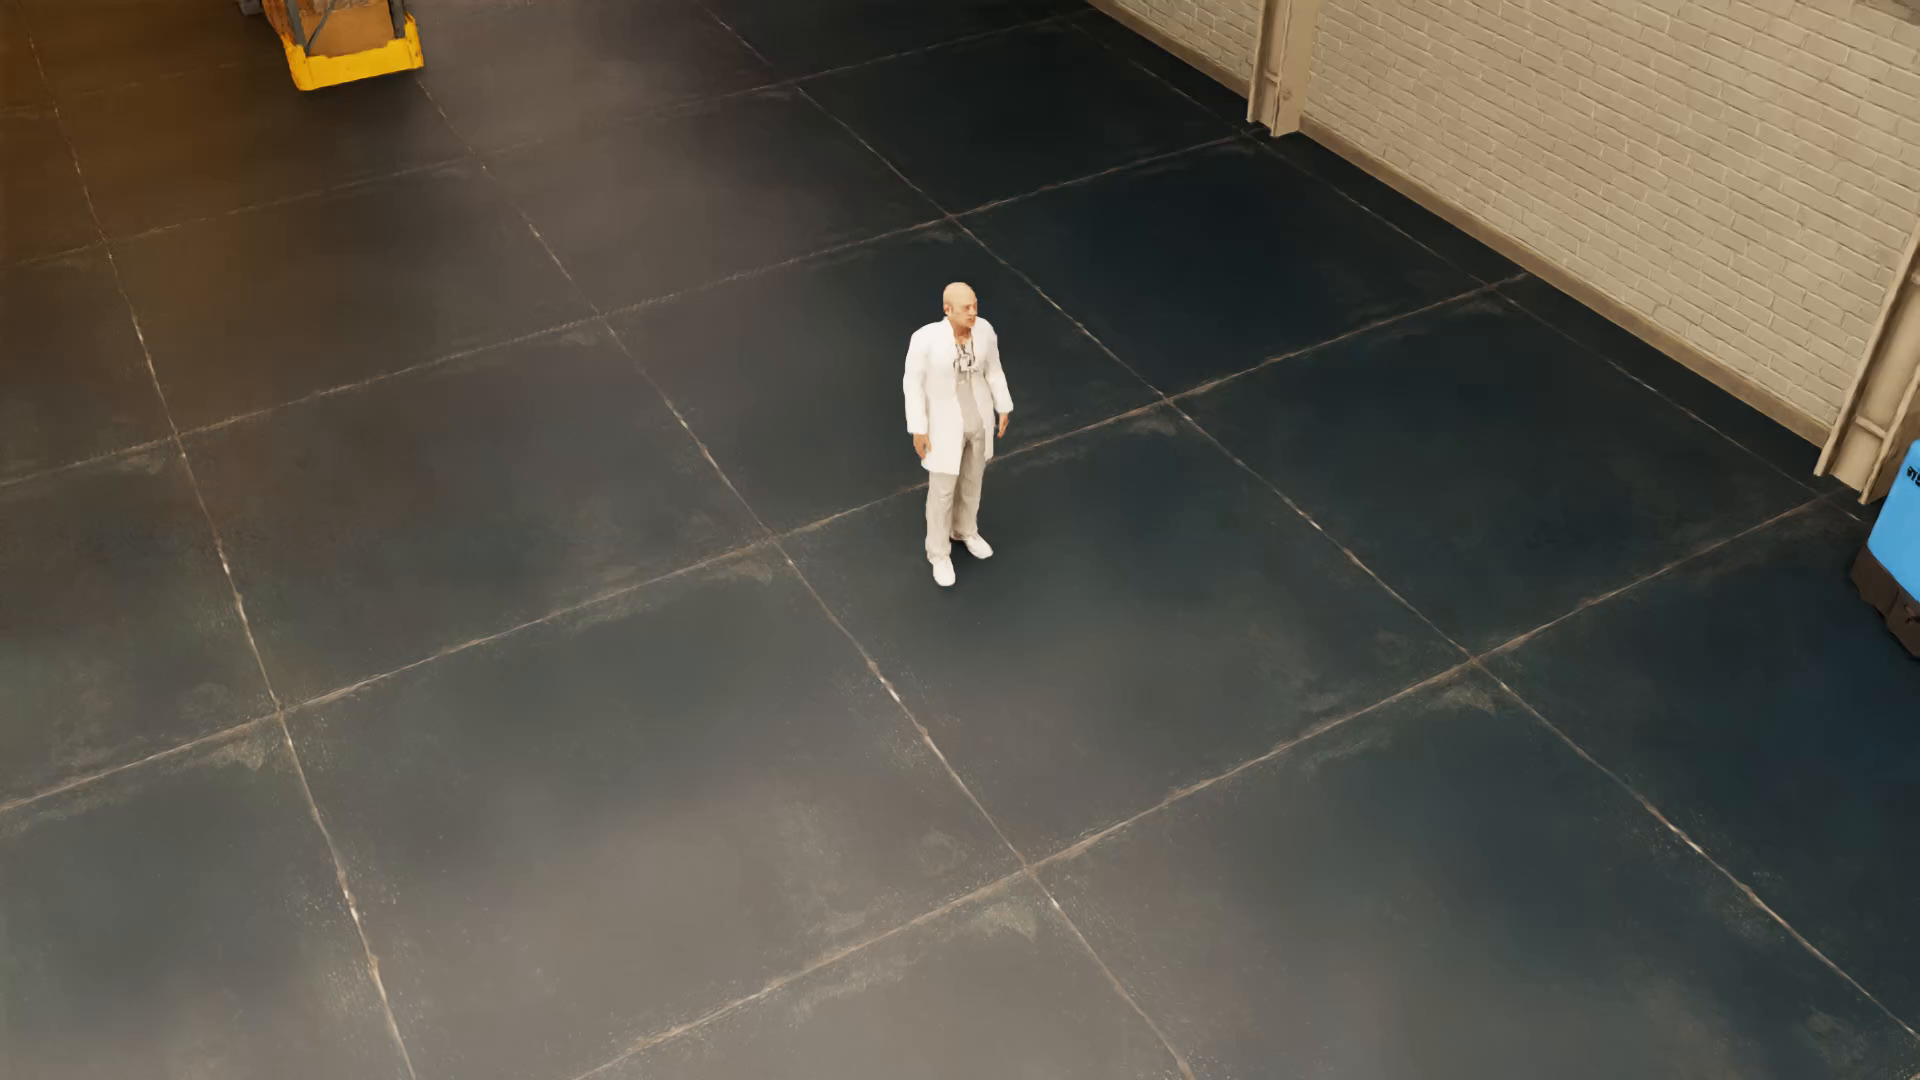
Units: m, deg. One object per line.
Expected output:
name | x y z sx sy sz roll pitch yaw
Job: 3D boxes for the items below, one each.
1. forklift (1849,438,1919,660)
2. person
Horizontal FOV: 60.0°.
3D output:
forklift | 6.092 -0.005 8.042 1.130 2.935 3.031 -7 40 -8
person | 0.042 -0.638 9.697 0.694 1.776 0.579 -20 44 -23
